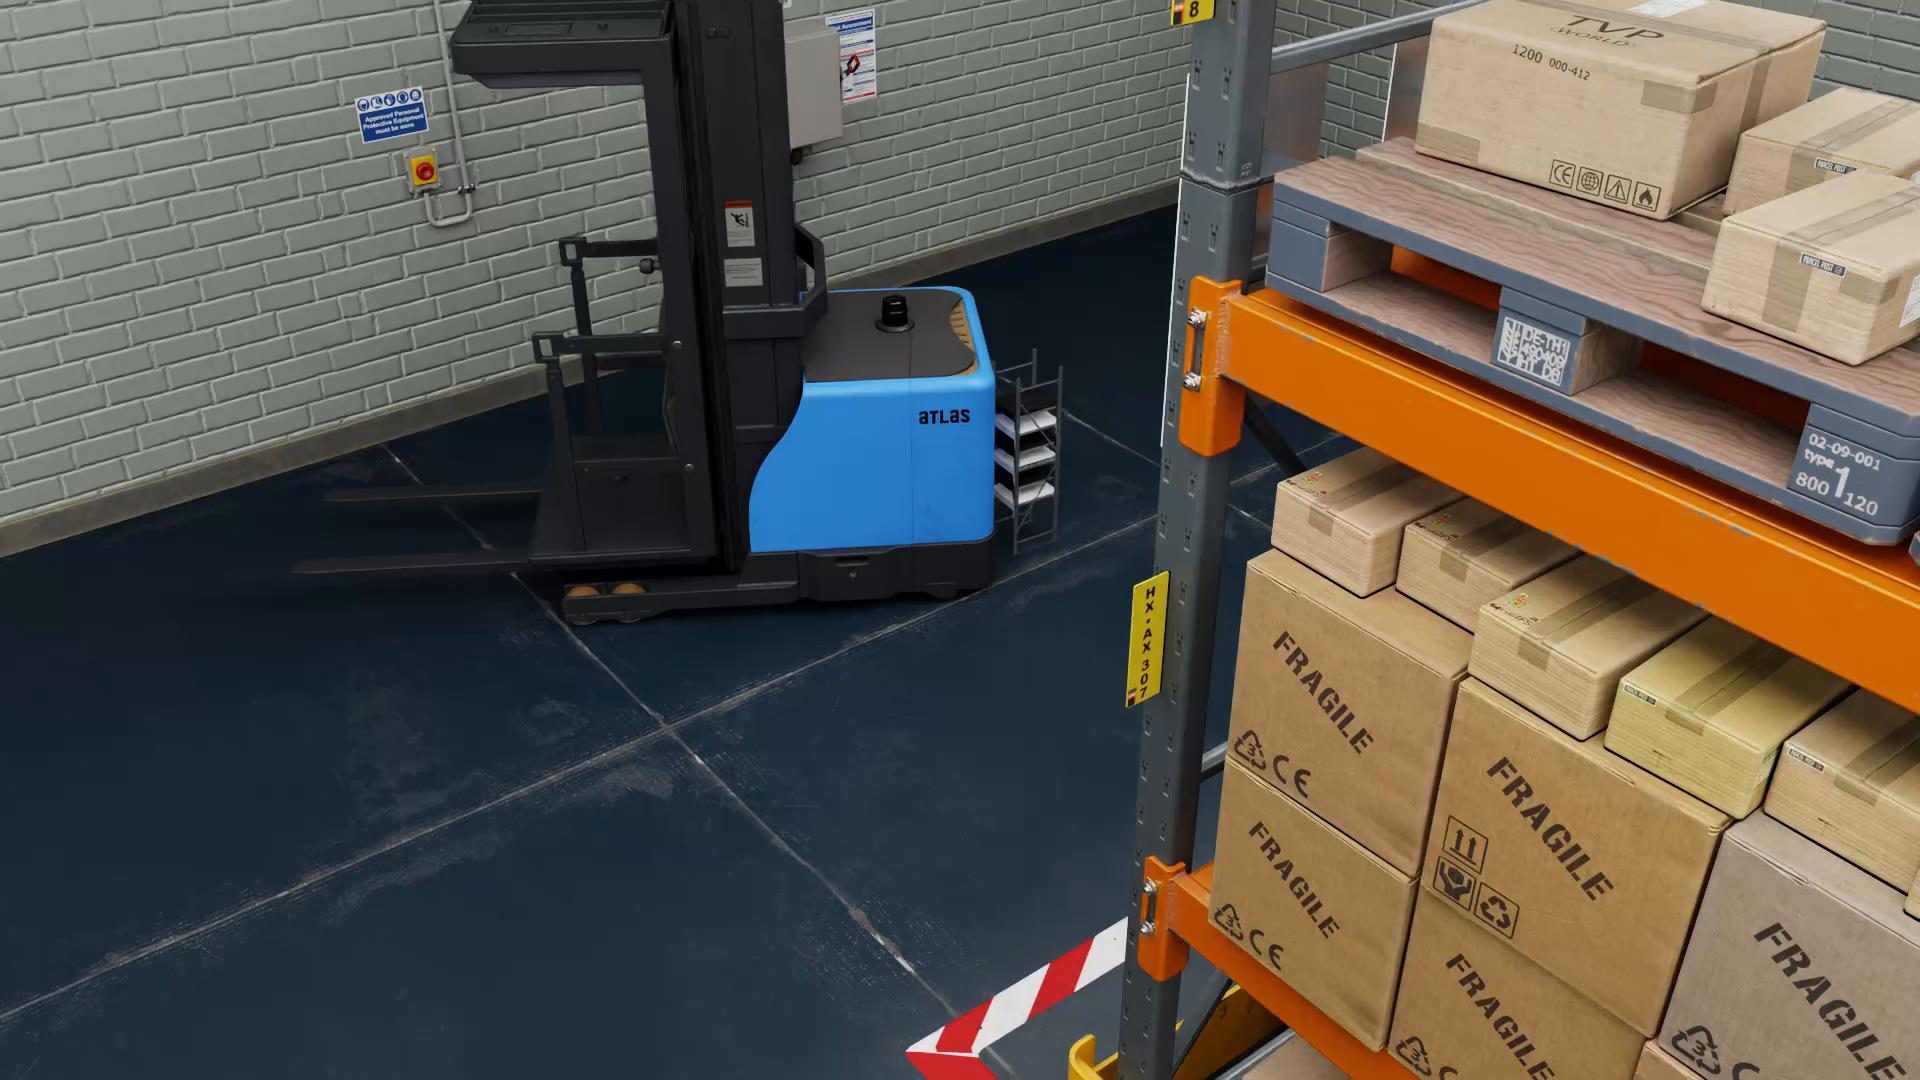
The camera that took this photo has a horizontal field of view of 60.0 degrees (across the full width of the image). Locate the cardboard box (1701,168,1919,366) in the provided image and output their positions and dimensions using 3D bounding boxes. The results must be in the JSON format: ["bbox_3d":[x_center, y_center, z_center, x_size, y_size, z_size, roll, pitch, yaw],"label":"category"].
[{"bbox_3d":[1.339,-0.415,2.477,0.380,0.149,0.250,-21,37,-30],"label":"cardboard box"}]

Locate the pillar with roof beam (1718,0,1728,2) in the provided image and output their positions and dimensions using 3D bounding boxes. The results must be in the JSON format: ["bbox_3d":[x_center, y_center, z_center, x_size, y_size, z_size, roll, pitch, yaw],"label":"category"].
[{"bbox_3d":[0.430,-3.733,5.231,9.100,9.000,0.400,-22,38,-31],"label":"pillar with roof beam"}]

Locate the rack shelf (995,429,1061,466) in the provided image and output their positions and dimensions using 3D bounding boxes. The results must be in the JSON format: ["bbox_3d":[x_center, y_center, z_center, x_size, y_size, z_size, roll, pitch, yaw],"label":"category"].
[{"bbox_3d":[0.292,-0.440,7.497,0.258,0.077,0.200,-18,36,-27],"label":"rack shelf"}]

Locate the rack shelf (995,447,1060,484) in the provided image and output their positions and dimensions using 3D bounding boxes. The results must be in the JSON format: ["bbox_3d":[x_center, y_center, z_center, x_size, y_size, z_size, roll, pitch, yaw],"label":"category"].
[{"bbox_3d":[0.292,-0.363,7.545,0.258,0.077,0.200,-18,36,-27],"label":"rack shelf"}]

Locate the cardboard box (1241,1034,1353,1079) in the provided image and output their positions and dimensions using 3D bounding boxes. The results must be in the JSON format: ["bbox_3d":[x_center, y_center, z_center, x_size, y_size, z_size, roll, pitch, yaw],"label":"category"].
[{"bbox_3d":[1.337,1.599,4.364,0.875,0.438,0.875,-24,39,-33],"label":"cardboard box"}]

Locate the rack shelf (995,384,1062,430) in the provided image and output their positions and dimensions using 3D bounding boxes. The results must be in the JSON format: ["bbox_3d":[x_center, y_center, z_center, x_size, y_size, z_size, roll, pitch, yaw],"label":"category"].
[{"bbox_3d":[0.292,-0.592,7.402,0.258,0.077,0.200,-18,36,-27],"label":"rack shelf"}]

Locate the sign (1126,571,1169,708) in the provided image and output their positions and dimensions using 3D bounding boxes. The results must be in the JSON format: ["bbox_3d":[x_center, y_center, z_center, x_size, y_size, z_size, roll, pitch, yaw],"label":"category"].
[{"bbox_3d":[0.411,0.221,3.655,0.100,0.325,0.005,-22,38,-31],"label":"sign"}]

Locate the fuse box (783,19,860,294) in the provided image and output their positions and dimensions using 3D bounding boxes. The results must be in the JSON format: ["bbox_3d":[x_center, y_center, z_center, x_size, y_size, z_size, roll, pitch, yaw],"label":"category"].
[{"bbox_3d":[-0.874,-1.968,9.297,0.539,1.711,0.414,-22,38,-31],"label":"fuse box"}]

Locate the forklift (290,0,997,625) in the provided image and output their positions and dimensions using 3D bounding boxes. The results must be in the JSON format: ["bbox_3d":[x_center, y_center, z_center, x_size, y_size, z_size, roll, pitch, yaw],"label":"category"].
[{"bbox_3d":[-1.390,-1.172,6.859,3.031,2.935,1.130,-3,32,-5],"label":"forklift"}]

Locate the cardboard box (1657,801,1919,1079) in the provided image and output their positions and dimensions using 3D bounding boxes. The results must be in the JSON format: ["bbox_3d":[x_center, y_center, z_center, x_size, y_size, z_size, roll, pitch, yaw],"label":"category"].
[{"bbox_3d":[1.567,0.696,2.744,0.500,0.500,0.500,-23,38,-32],"label":"cardboard box"}]

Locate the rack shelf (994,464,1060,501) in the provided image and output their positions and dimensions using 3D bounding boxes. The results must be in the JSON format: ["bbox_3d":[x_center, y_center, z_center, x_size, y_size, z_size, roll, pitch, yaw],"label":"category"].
[{"bbox_3d":[0.292,-0.287,7.592,0.258,0.077,0.200,-18,36,-27],"label":"rack shelf"}]

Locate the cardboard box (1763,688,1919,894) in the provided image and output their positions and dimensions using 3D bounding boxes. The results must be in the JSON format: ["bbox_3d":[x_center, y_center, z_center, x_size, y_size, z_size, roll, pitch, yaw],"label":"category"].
[{"bbox_3d":[1.516,0.368,2.657,0.380,0.149,0.250,-22,38,-31],"label":"cardboard box"}]

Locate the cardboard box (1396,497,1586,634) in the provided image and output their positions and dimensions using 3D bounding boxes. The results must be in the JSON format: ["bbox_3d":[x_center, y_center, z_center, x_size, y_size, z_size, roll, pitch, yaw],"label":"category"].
[{"bbox_3d":[1.069,0.027,3.207,0.380,0.149,0.250,-21,38,-30],"label":"cardboard box"}]

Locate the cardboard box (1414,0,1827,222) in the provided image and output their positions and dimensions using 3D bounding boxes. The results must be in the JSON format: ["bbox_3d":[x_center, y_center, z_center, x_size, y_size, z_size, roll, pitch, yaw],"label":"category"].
[{"bbox_3d":[1.200,-0.827,3.045,0.500,0.250,0.500,-26,40,-36],"label":"cardboard box"}]

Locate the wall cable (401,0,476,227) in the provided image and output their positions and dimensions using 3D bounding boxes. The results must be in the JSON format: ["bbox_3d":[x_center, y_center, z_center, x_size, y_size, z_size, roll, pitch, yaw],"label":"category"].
[{"bbox_3d":[-2.623,-2.342,7.684,0.585,1.953,0.123,-22,38,-31],"label":"wall cable"}]

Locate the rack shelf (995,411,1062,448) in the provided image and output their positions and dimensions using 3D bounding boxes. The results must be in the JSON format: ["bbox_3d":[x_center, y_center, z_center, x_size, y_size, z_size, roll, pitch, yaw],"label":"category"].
[{"bbox_3d":[0.292,-0.516,7.450,0.258,0.077,0.200,-18,36,-27],"label":"rack shelf"}]

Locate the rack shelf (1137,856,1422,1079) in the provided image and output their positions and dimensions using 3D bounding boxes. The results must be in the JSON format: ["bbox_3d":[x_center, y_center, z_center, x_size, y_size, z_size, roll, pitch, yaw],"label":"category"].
[{"bbox_3d":[2.080,1.585,3.037,1.077,0.370,4.000,-22,38,-31],"label":"rack shelf"}]

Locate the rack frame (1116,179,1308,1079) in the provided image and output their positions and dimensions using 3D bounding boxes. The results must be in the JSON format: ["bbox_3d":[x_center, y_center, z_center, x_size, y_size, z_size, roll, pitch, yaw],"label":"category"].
[{"bbox_3d":[0.853,0.446,4.189,1.000,3.000,0.127,-22,38,-31],"label":"rack frame"}]

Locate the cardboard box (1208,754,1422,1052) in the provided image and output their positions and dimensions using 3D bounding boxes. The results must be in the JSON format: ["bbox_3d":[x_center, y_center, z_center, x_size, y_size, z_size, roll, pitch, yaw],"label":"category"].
[{"bbox_3d":[0.921,0.696,3.691,0.500,0.500,0.500,-23,38,-32],"label":"cardboard box"}]

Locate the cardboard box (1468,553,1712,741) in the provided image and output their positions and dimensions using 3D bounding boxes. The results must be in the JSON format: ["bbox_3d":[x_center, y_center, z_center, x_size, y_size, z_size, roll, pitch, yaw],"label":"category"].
[{"bbox_3d":[1.138,0.172,2.972,0.380,0.149,0.250,-21,38,-30],"label":"cardboard box"}]

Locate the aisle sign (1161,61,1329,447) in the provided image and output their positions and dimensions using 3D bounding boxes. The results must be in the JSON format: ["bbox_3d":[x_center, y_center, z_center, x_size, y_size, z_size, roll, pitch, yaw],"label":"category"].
[{"bbox_3d":[0.580,-0.595,3.400,0.394,0.787,0.004,-22,38,-31],"label":"aisle sign"}]

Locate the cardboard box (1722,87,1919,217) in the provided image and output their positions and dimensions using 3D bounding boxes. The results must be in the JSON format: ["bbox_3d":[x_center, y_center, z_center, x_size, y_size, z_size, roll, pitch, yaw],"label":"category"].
[{"bbox_3d":[1.521,-0.635,2.832,0.380,0.149,0.250,-26,40,-35],"label":"cardboard box"}]

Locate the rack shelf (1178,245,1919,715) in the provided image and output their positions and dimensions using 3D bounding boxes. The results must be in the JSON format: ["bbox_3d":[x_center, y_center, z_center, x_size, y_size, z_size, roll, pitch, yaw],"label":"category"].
[{"bbox_3d":[2.080,0.311,2.245,1.077,0.370,4.000,-22,38,-31],"label":"rack shelf"}]

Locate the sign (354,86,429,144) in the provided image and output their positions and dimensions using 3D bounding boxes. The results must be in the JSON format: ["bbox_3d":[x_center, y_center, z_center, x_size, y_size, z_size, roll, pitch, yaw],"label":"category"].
[{"bbox_3d":[-2.699,-2.021,7.905,0.327,0.218,0.001,-22,38,-31],"label":"sign"}]

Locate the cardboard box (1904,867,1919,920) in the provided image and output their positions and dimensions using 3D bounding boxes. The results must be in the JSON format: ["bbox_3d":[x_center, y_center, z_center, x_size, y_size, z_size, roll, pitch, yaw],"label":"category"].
[{"bbox_3d":[1.636,0.486,2.467,0.380,0.149,0.250,-22,38,-31],"label":"cardboard box"}]

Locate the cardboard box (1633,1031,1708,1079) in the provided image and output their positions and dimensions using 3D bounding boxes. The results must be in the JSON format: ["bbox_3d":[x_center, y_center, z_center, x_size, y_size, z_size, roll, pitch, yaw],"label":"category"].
[{"bbox_3d":[1.551,1.116,3.016,0.500,0.500,0.500,-23,38,-32],"label":"cardboard box"}]

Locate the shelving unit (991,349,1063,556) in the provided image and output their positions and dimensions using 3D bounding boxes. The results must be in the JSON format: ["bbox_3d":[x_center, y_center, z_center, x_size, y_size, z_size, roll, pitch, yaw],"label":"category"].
[{"bbox_3d":[0.292,-0.391,7.527,0.258,0.900,0.210,-18,36,-27],"label":"shelving unit"}]

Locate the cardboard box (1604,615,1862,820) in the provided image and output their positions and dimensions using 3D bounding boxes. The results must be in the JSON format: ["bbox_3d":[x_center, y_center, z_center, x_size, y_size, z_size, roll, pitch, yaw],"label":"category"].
[{"bbox_3d":[1.314,0.276,2.805,0.380,0.149,0.250,-24,39,-33],"label":"cardboard box"}]

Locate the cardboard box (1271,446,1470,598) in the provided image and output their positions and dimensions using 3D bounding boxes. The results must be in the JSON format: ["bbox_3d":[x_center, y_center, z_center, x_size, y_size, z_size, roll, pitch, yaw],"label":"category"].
[{"bbox_3d":[0.852,-0.059,3.345,0.380,0.149,0.250,-21,38,-30],"label":"cardboard box"}]

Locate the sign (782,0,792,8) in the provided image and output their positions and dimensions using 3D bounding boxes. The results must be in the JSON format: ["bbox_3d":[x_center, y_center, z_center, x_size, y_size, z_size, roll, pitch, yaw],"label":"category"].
[{"bbox_3d":[-1.045,-2.935,8.849,0.339,0.242,0.001,-22,38,-31],"label":"sign"}]

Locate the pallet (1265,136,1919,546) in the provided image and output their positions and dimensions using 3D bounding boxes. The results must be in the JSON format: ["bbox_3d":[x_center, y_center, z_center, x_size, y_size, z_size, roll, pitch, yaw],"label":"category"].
[{"bbox_3d":[1.316,-0.485,2.929,1.003,0.211,1.213,-22,38,-31],"label":"pallet"}]

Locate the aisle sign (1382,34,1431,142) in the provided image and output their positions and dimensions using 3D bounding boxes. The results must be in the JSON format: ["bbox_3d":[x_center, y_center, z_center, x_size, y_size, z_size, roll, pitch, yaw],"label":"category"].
[{"bbox_3d":[1.054,-0.789,3.713,0.394,0.787,0.004,-22,38,-31],"label":"aisle sign"}]

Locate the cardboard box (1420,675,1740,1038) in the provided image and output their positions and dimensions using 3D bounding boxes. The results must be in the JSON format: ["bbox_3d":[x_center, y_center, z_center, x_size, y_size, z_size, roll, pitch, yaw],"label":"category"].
[{"bbox_3d":[1.245,0.484,3.085,0.500,0.500,0.500,-23,39,-33],"label":"cardboard box"}]

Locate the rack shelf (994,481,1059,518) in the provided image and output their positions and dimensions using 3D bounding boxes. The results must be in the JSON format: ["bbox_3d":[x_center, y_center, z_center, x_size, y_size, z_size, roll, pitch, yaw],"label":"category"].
[{"bbox_3d":[0.292,-0.210,7.640,0.258,0.077,0.200,-18,36,-27],"label":"rack shelf"}]

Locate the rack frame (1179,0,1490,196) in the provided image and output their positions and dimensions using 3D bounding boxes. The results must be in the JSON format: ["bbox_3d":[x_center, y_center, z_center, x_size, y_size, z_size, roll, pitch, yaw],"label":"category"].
[{"bbox_3d":[0.853,-2.103,2.606,1.000,3.000,0.127,-22,38,-31],"label":"rack frame"}]

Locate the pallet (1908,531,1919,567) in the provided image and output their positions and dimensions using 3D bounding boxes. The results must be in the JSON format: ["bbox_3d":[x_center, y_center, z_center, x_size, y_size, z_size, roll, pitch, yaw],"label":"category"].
[{"bbox_3d":[2.069,0.024,2.110,1.003,0.211,1.213,-22,38,-31],"label":"pallet"}]

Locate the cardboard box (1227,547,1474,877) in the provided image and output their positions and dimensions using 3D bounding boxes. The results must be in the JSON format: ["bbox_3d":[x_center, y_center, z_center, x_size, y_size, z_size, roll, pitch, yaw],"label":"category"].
[{"bbox_3d":[0.923,0.271,3.428,0.500,0.500,0.500,-23,39,-32],"label":"cardboard box"}]

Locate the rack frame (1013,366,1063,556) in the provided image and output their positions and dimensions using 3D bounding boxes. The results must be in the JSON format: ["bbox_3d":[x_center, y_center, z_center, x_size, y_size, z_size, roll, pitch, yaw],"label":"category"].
[{"bbox_3d":[0.346,-0.346,7.454,0.240,0.900,0.006,-18,36,-27],"label":"rack frame"}]

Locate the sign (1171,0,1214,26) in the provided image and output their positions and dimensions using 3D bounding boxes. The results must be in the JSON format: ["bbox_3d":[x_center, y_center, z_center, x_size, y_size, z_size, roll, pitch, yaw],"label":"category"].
[{"bbox_3d":[0.411,-1.056,2.861,0.100,0.325,0.005,-22,38,-31],"label":"sign"}]

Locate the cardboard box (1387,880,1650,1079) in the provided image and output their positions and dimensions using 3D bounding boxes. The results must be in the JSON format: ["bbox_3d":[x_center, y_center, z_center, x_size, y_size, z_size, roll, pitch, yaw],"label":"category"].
[{"bbox_3d":[1.253,0.898,3.366,0.500,0.500,0.500,-23,38,-32],"label":"cardboard box"}]

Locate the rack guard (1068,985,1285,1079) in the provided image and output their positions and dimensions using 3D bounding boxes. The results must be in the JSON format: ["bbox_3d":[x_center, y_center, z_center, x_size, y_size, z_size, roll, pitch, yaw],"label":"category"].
[{"bbox_3d":[0.839,1.498,4.865,1.175,0.500,0.348,-22,38,-31],"label":"rack guard"}]

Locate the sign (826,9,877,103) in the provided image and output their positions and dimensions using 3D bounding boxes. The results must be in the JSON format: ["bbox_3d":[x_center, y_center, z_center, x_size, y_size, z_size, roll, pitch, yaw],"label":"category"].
[{"bbox_3d":[-0.611,-2.721,9.378,0.329,0.494,0.001,-22,38,-31],"label":"sign"}]

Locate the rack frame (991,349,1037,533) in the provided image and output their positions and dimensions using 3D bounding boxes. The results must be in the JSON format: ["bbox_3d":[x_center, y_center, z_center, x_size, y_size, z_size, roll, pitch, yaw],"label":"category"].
[{"bbox_3d":[0.239,-0.437,7.601,0.240,0.900,0.006,-18,36,-27],"label":"rack frame"}]
